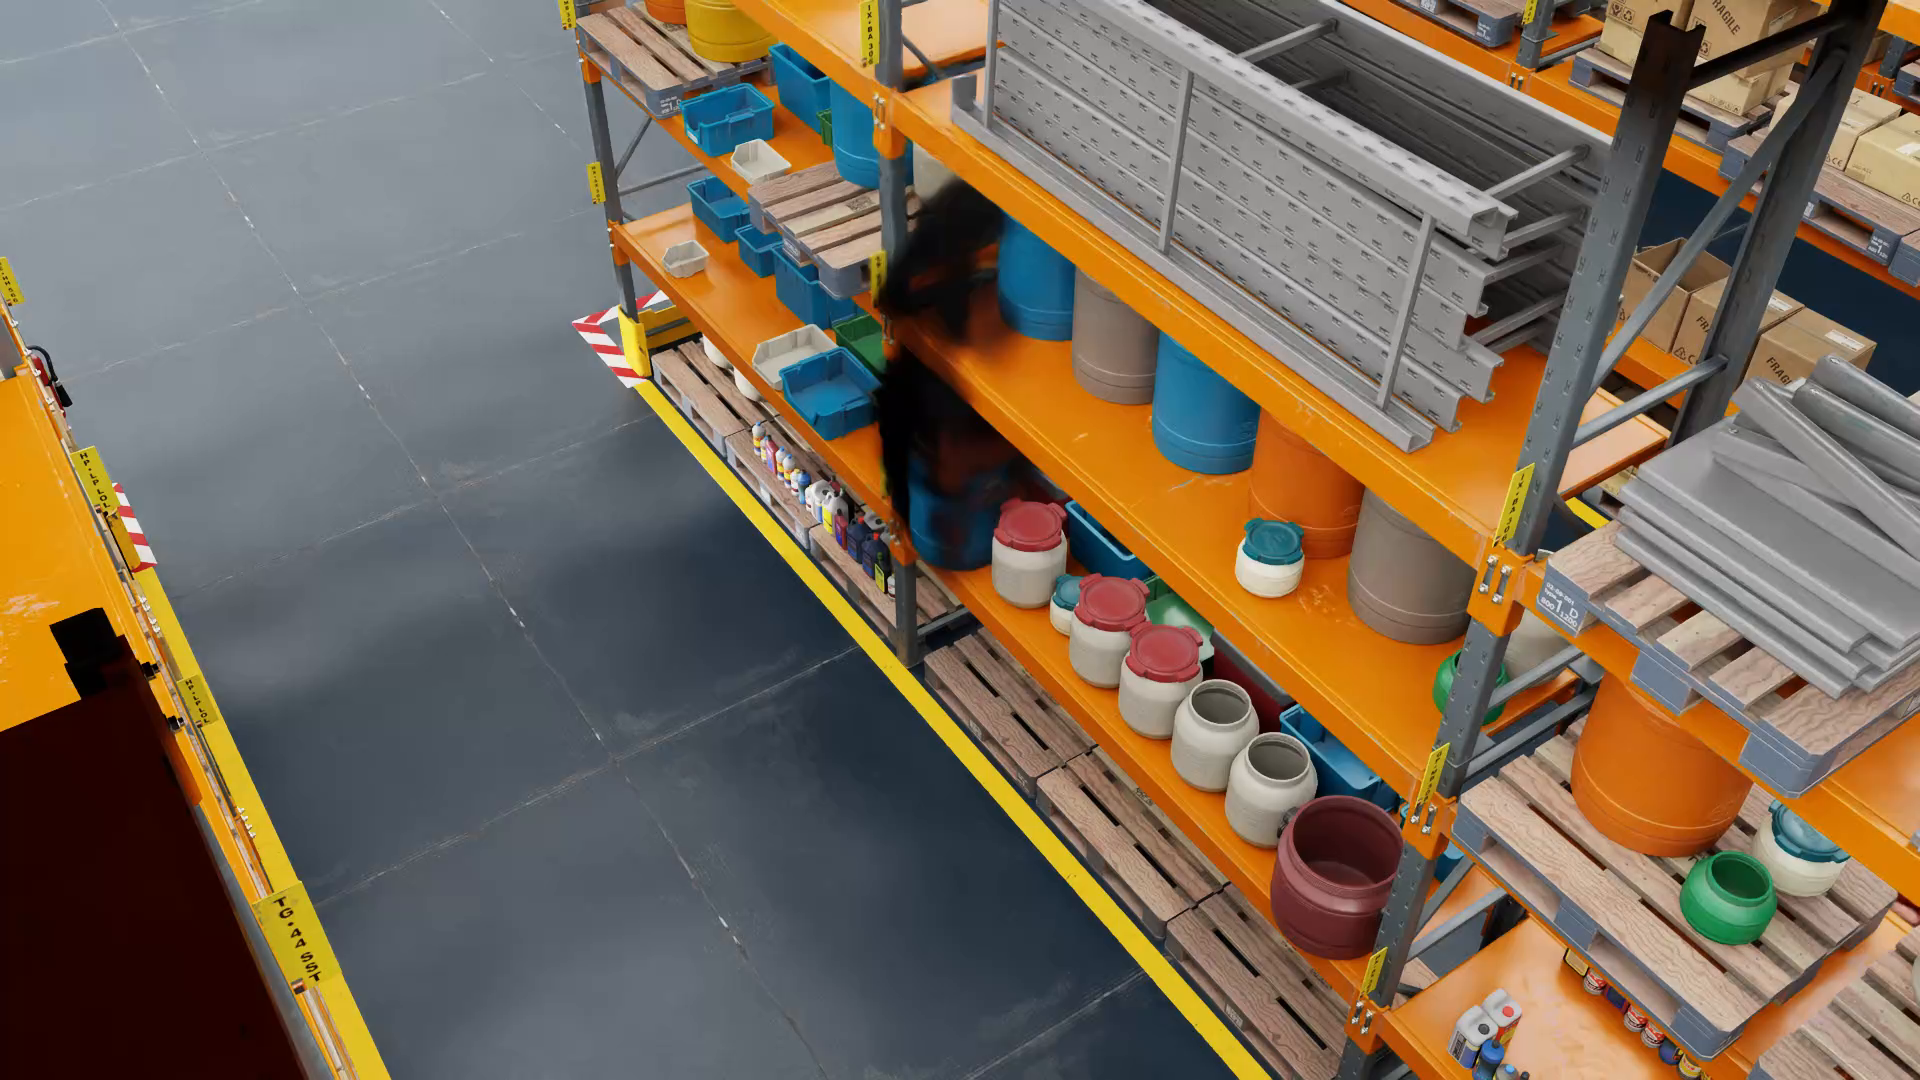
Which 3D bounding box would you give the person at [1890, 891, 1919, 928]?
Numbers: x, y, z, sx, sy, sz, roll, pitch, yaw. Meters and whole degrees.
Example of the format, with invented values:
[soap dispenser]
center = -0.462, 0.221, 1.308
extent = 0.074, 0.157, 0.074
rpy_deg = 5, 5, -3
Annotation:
[person]
center = 4.851, 1.896, 8.464
extent = 0.622, 1.676, 0.679
rpy_deg = 30, 50, 28
